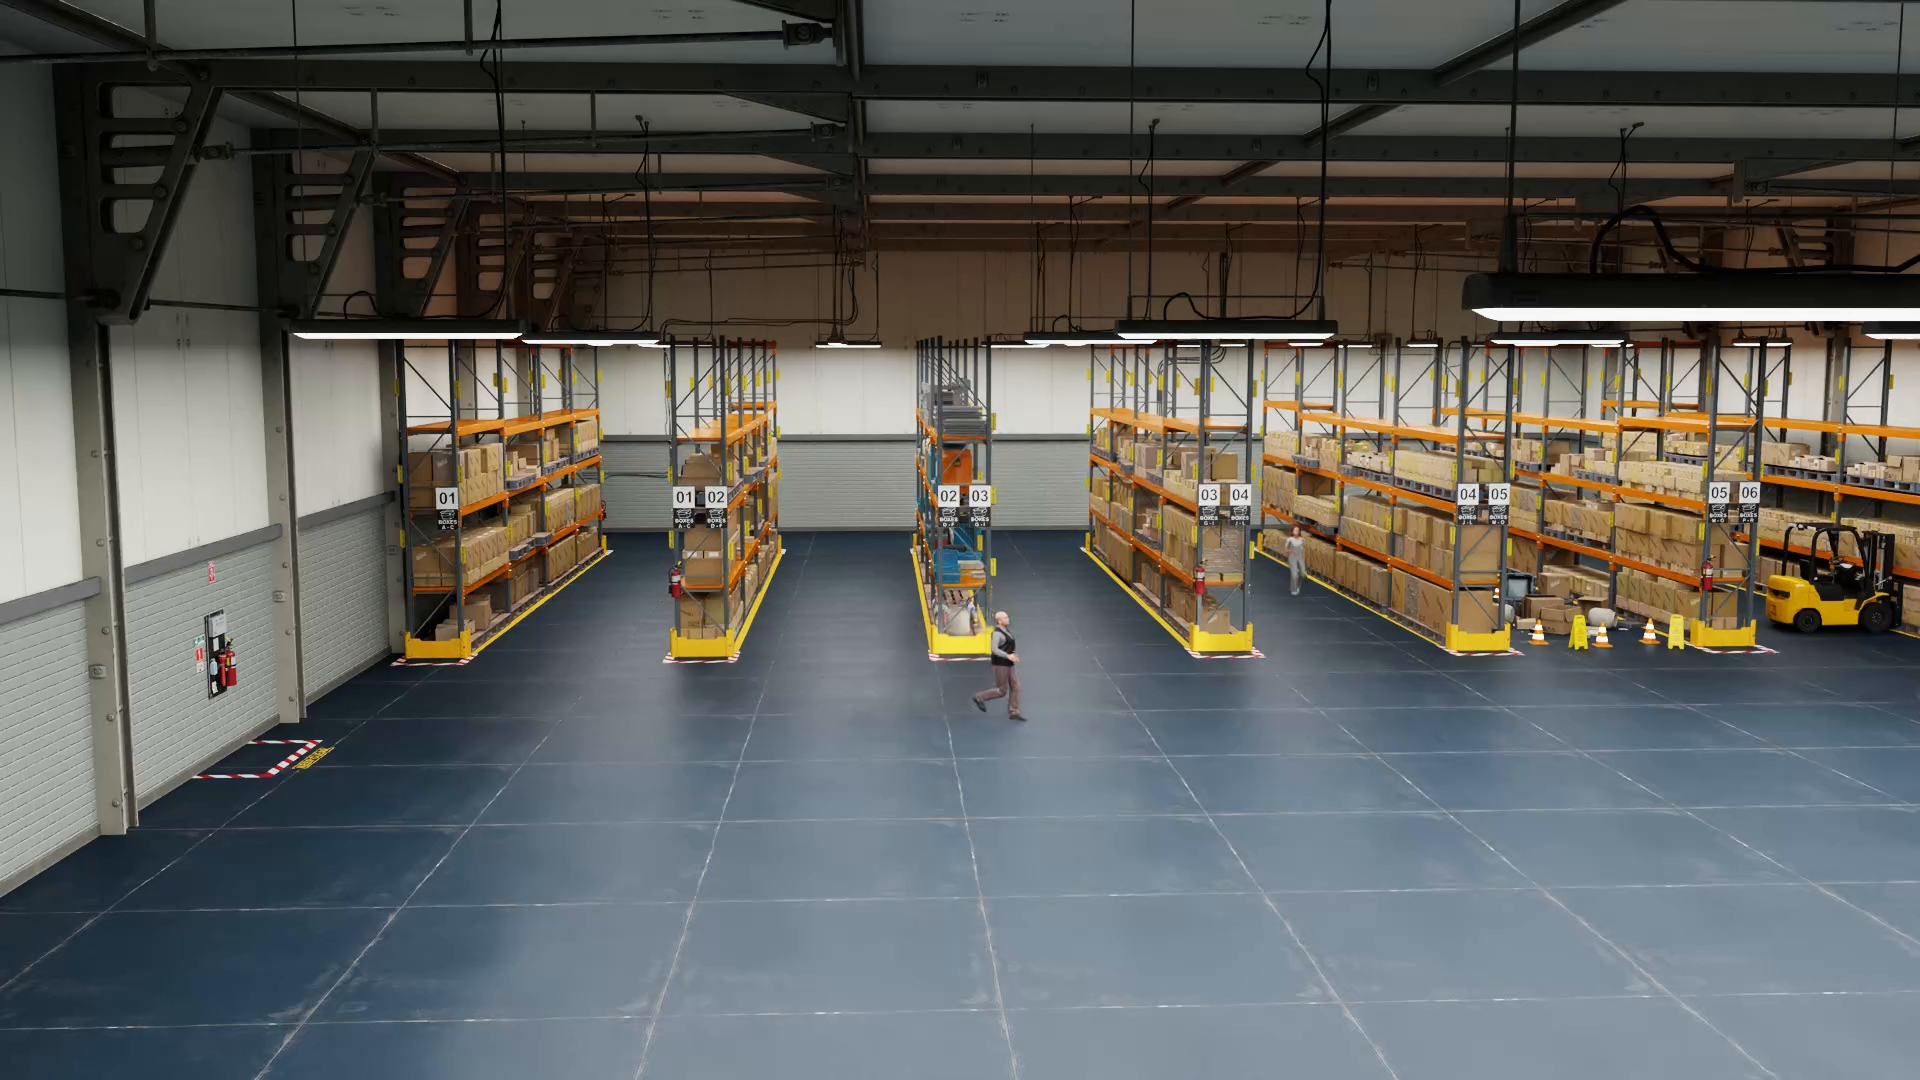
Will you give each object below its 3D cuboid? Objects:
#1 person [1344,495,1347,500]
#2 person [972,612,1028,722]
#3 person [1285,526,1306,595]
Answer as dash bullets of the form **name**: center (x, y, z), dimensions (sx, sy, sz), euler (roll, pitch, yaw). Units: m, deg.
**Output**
- **person**: center (10.634, -0.406, 46.300), dimensions (0.650, 1.740, 0.577), euler (-1, 7, -10)
- **person**: center (0.636, 1.964, 25.822), dimensions (0.867, 1.718, 0.671), euler (2, 7, 18)
- **person**: center (7.890, 0.486, 38.905), dimensions (0.554, 1.627, 0.544), euler (-1, 7, -7)
